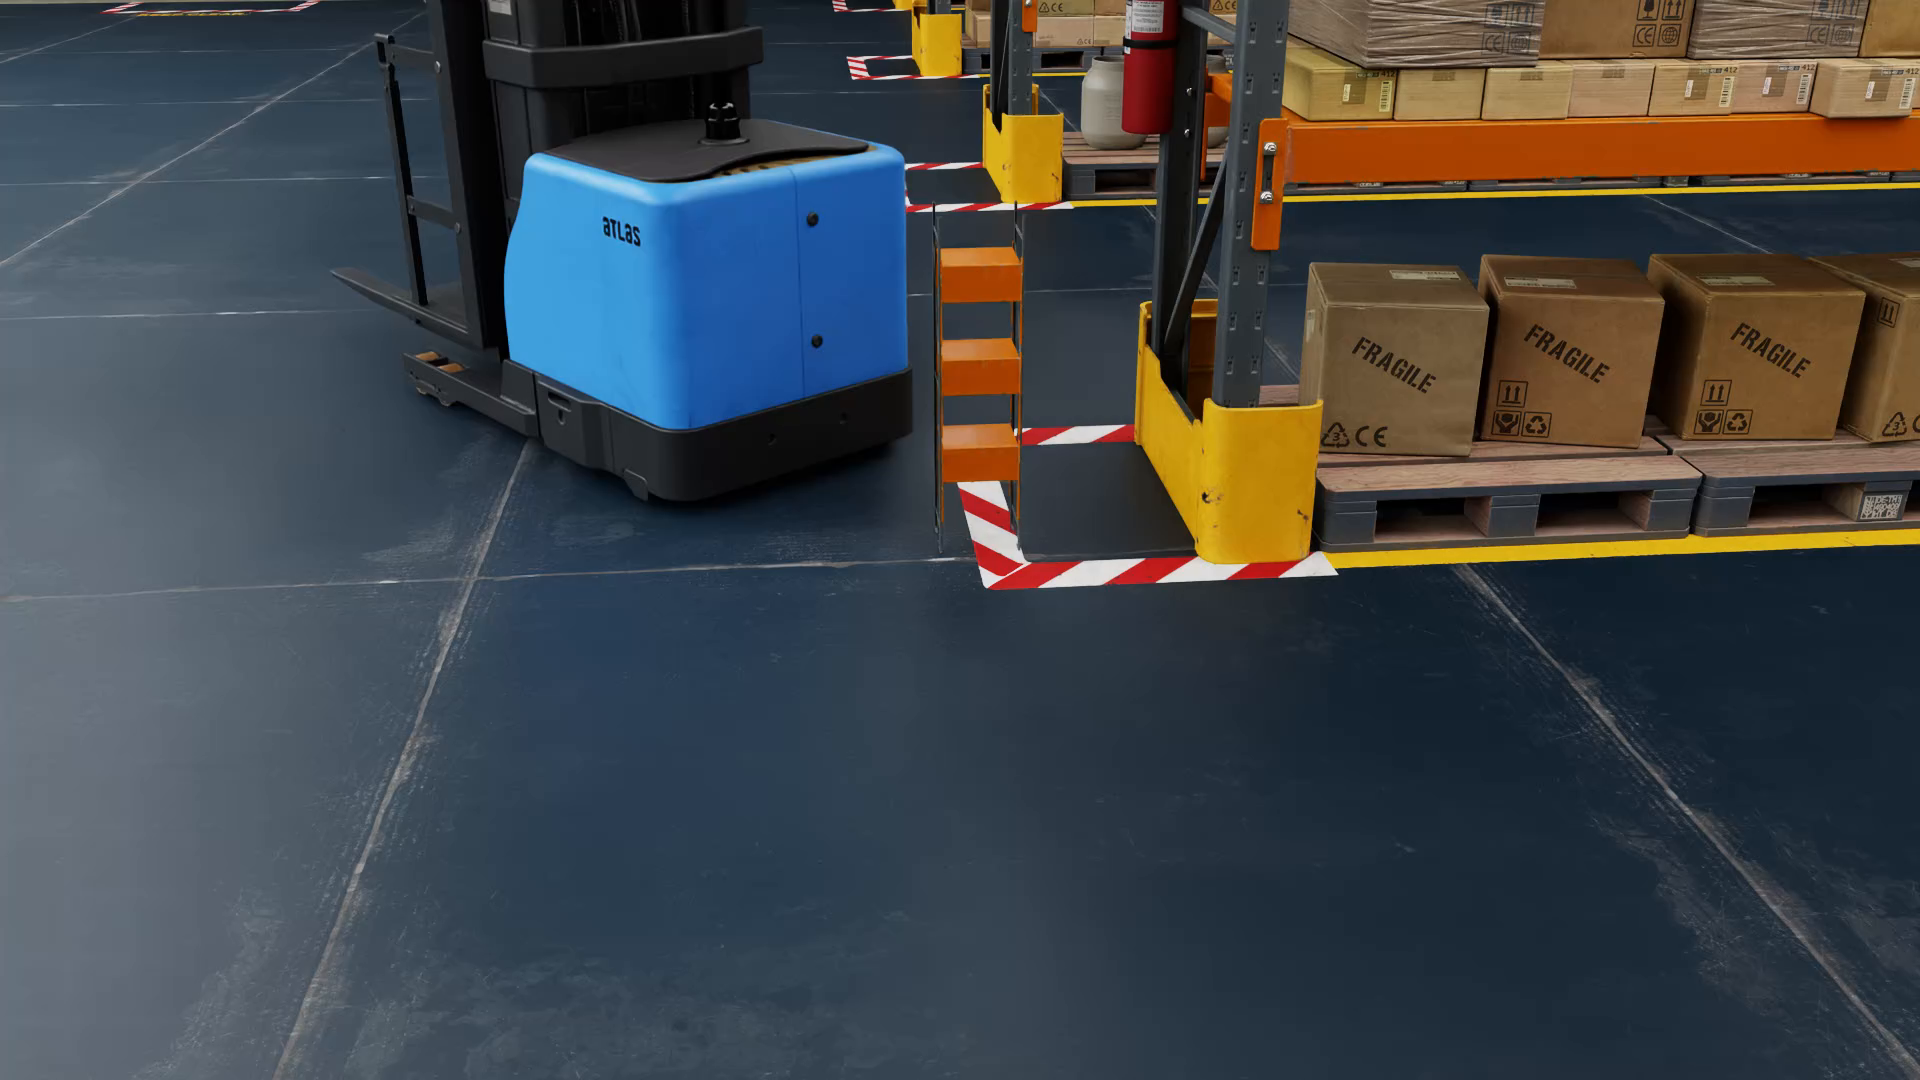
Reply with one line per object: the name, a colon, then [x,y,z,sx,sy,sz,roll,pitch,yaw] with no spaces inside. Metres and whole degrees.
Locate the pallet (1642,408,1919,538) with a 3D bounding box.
pallet: [2.883,-0.327,5.727,1.213,0.211,1.003,-2,24,-5]

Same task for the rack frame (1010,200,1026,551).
rack frame: [0.174,-0.487,5.052,0.008,1.050,0.200,-2,24,-5]

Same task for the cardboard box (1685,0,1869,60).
cardboard box: [2.322,-1.797,5.110,0.500,0.500,0.875,-2,24,-5]

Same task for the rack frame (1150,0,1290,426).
rack frame: [0.784,-1.533,5.006,0.127,3.000,1.000,-2,24,-5]

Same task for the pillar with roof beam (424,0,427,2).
pillar with roof beam: [-5.612,-8.679,13.697,0.400,9.000,9.100,-2,24,-5]

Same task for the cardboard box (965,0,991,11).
cardboard box: [0.319,-4.957,14.655,0.500,0.500,0.500,-2,24,-5]

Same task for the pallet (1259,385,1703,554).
pallet: [1.672,-0.280,5.620,1.213,0.211,1.003,-2,24,-5]

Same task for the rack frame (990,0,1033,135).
rack frame: [0.298,-3.535,9.510,0.127,3.000,1.000,-2,24,-5]

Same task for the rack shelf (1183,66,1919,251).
rack shelf: [2.775,-1.284,5.332,4.000,0.370,1.077,-2,24,-5]

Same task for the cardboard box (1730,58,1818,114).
cardboard box: [2.335,-1.386,4.984,0.250,0.149,0.380,-2,24,-5]

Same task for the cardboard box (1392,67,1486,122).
cardboard box: [1.342,-1.336,4.871,0.250,0.149,0.380,-2,24,-5]

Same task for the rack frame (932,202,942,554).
rack frame: [-0.068,-0.477,5.031,0.008,1.050,0.200,-2,24,-5]

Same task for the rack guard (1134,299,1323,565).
rack guard: [0.860,-0.394,5.521,0.348,0.500,1.175,-2,24,-5]

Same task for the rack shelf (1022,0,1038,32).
rack shelf: [2.288,-3.286,9.836,4.000,0.370,1.077,-2,24,-5]

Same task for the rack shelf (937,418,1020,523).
rack shelf: [0.053,-0.218,5.159,0.240,0.259,0.215,-2,24,-5]

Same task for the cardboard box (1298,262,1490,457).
cardboard box: [1.408,-0.601,5.469,0.500,0.500,0.500,2,24,5]

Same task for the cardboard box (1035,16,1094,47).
cardboard box: [0.867,-4.426,14.382,0.500,0.250,0.500,-2,24,-5]

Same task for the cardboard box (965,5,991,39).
cardboard box: [0.319,-4.614,14.805,0.500,0.250,0.500,-2,24,-5]

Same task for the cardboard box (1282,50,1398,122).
cardboard box: [1.092,-1.333,4.866,0.250,0.149,0.380,-2,24,-5]

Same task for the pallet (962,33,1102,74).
pallet: [0.571,-4.311,14.688,1.213,0.211,1.003,-2,24,-5]

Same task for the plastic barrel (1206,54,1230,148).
plastic barrel: [1.444,-2.667,10.104,0.421,0.512,0.421,0,24,0]

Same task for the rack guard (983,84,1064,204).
rack guard: [0.369,-2.415,10.068,0.348,0.500,1.175,-2,24,-5]

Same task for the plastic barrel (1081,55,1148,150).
plastic barrel: [0.945,-2.647,10.059,0.421,0.512,0.421,0,24,0]

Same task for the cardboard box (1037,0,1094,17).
cardboard box: [0.867,-4.768,14.228,0.500,0.500,0.500,-2,24,-5]

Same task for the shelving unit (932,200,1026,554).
shelving unit: [0.053,-0.482,5.042,0.252,1.050,0.215,-2,24,-5]

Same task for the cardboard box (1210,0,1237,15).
cardboard box: [2.359,-4.832,14.372,0.500,0.500,0.500,-2,24,-5]

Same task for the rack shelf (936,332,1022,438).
rack shelf: [0.053,-0.472,5.046,0.240,0.259,0.215,-2,24,-5]

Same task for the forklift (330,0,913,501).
forklift: [-1.535,-1.976,6.086,1.130,2.935,3.031,-20,31,-38]

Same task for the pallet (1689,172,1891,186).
pallet: [5.056,-2.468,10.542,1.213,0.211,1.003,-2,24,-5]

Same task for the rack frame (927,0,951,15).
rack frame: [-0.185,-5.537,14.015,0.127,3.000,1.000,-2,24,-5]

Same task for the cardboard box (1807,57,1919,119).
cardboard box: [2.594,-1.354,4.913,0.250,0.149,0.380,-2,24,-5]

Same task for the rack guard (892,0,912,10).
rack guard: [-0.600,-6.400,19.034,0.348,0.500,1.175,-2,24,-5]

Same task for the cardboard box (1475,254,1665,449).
cardboard box: [1.999,-0.639,5.554,0.500,0.500,0.500,4,24,9]

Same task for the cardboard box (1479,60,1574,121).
cardboard box: [1.592,-1.340,4.880,0.250,0.149,0.380,-2,24,-5]

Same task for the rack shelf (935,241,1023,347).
rack shelf: [0.053,-0.732,4.931,0.240,0.259,0.215,-2,24,-5]

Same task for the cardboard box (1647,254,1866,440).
cardboard box: [2.624,-0.656,5.593,0.500,0.500,0.500,0,24,0]

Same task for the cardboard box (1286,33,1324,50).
cardboard box: [1.048,-1.513,5.271,0.250,0.149,0.380,-2,24,-5]

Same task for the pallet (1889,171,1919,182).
pallet: [6.273,-2.518,10.654,1.213,0.211,1.003,-2,24,-5]

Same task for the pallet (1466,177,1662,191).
pallet: [3.606,-2.411,10.414,1.213,0.211,1.003,-2,24,-5]

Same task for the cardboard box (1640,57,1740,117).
cardboard box: [2.089,-1.365,4.937,0.250,0.149,0.380,-2,24,-5]

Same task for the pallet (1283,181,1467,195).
pallet: [2.389,-2.361,10.301,1.213,0.211,1.003,-2,24,-5]

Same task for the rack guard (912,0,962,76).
rack guard: [-0.209,-4.394,14.521,0.348,0.500,1.175,-2,24,-5]

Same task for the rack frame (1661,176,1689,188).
rack frame: [4.278,-3.695,9.870,0.127,3.000,1.000,-2,24,-5]

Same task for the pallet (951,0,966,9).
pallet: [0.212,-6.286,19.134,1.213,0.211,1.003,-2,24,-5]

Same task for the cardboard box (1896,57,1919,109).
cardboard box: [2.830,-1.418,5.056,0.250,0.149,0.380,-2,24,-5]

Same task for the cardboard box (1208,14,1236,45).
cardboard box: [2.360,-4.484,14.513,0.500,0.250,0.500,-2,24,-5]

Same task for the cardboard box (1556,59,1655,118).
cardboard box: [1.839,-1.358,4.921,0.250,0.149,0.380,-2,24,-5]

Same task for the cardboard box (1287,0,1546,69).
cardboard box: [1.335,-1.726,4.950,0.500,0.500,0.875,-2,24,-5]

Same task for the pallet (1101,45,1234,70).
pallet: [1.783,-4.358,14.795,1.213,0.211,1.003,-2,24,-5]

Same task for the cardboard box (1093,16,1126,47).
cardboard box: [1.365,-4.446,14.427,0.500,0.250,0.500,-2,24,-5]

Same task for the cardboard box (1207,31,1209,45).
cardboard box: [1.863,-4.464,14.467,0.500,0.250,0.500,-2,24,-5]

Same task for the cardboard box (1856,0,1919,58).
cardboard box: [2.821,-1.812,5.144,0.500,0.500,0.875,-2,24,-5]

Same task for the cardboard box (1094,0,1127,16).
cardboard box: [1.364,-4.793,14.285,0.500,0.500,0.500,-2,24,-5]

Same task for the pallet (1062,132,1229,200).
pallet: [1.178,-2.313,10.194,1.213,0.211,1.003,-2,24,-5]

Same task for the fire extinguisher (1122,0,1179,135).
fire extinguisher: [0.625,-1.679,5.431,0.183,0.674,0.296,-2,24,-5]

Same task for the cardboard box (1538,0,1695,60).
cardboard box: [1.820,-1.794,5.104,0.500,0.500,0.875,-2,24,-5]

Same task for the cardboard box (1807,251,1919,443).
cardboard box: [3.184,-0.660,5.603,0.500,0.500,0.500,-4,24,-10]

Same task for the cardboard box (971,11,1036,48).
cardboard box: [0.370,-4.404,14.334,0.500,0.250,0.500,-2,24,-5]
